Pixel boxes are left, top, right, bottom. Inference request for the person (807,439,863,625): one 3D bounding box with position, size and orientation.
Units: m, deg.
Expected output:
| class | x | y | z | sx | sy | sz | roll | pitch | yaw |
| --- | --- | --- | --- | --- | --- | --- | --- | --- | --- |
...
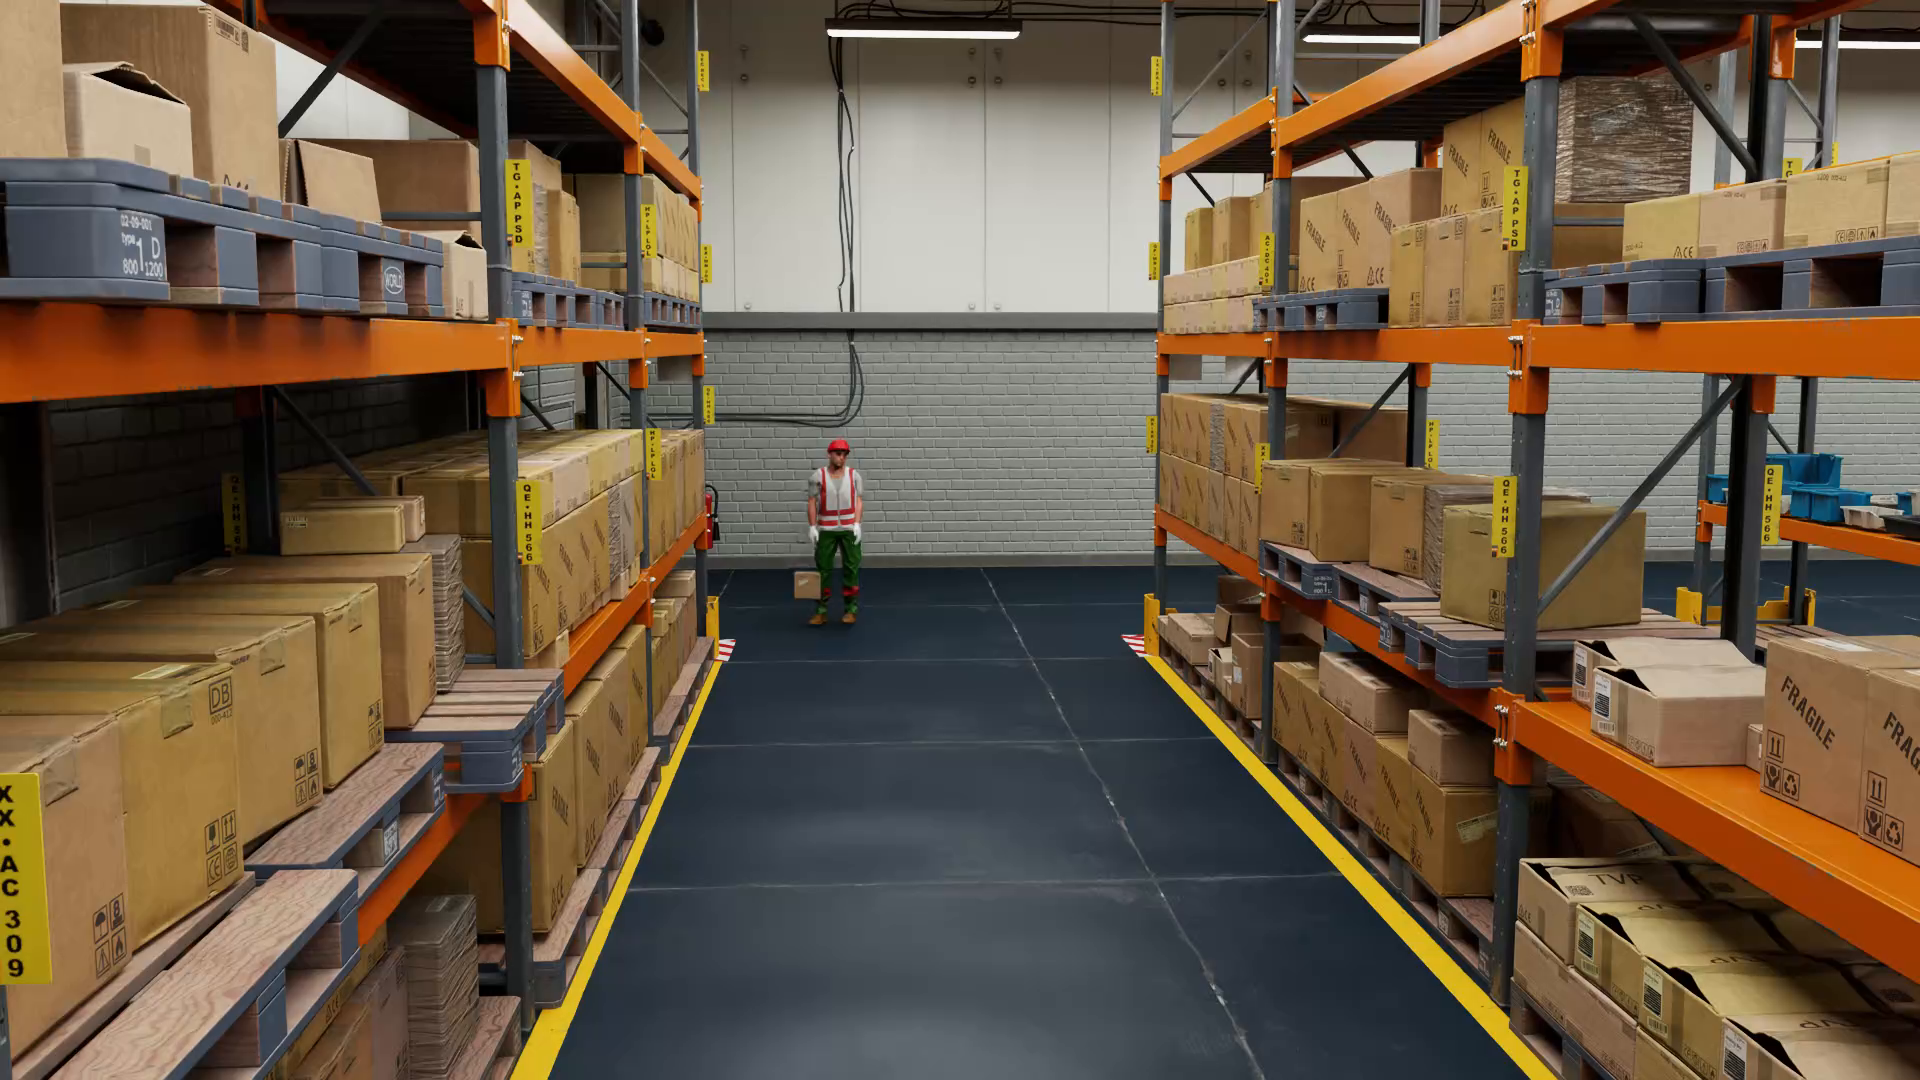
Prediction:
| class | x | y | z | sx | sy | sz | roll | pitch | yaw |
| --- | --- | --- | --- | --- | --- | --- | --- | --- | --- |
| person | -1.209 | -0.077 | 16.053 | 0.562 | 1.798 | 0.475 | -1 | 7 | -9 |
